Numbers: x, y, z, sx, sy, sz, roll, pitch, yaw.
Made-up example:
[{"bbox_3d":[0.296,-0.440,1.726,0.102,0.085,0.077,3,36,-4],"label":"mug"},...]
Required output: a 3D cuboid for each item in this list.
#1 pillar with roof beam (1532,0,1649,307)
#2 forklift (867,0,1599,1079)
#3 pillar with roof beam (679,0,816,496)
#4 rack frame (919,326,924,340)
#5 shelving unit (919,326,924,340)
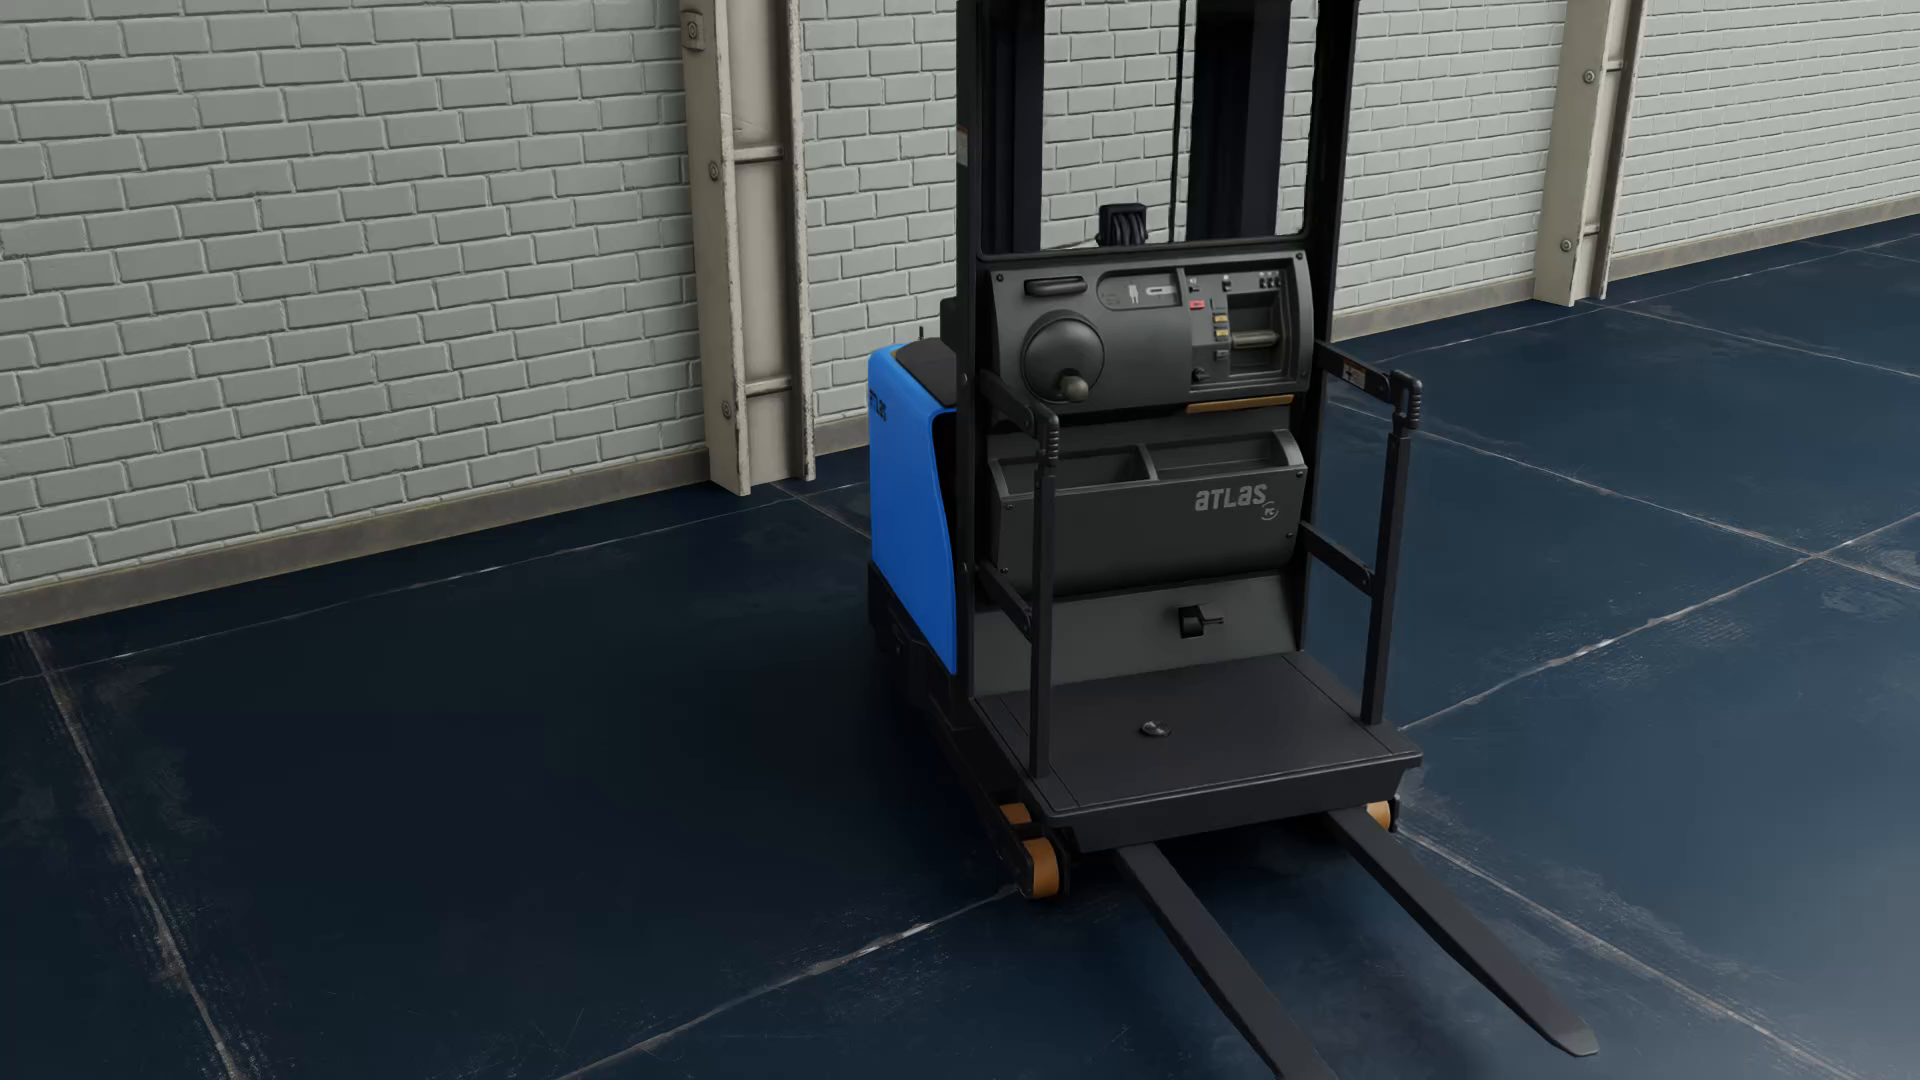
[{"bbox_3d":[6.478,-4.466,5.946,0.400,9.000,9.100,-15,26,-33],"label":"pillar with roof beam"},{"bbox_3d":[0.599,-0.560,4.344,1.130,2.935,3.031,-7,23,-16],"label":"forklift"},{"bbox_3d":[1.608,-3.167,2.691,0.400,9.000,9.100,-15,26,-33],"label":"pillar with roof beam"},{"bbox_3d":[-0.089,-0.394,6.670,0.006,0.900,0.240,-15,26,-33],"label":"rack frame"},{"bbox_3d":[-0.007,-0.416,6.725,0.210,0.900,0.258,-15,26,-33],"label":"shelving unit"}]
